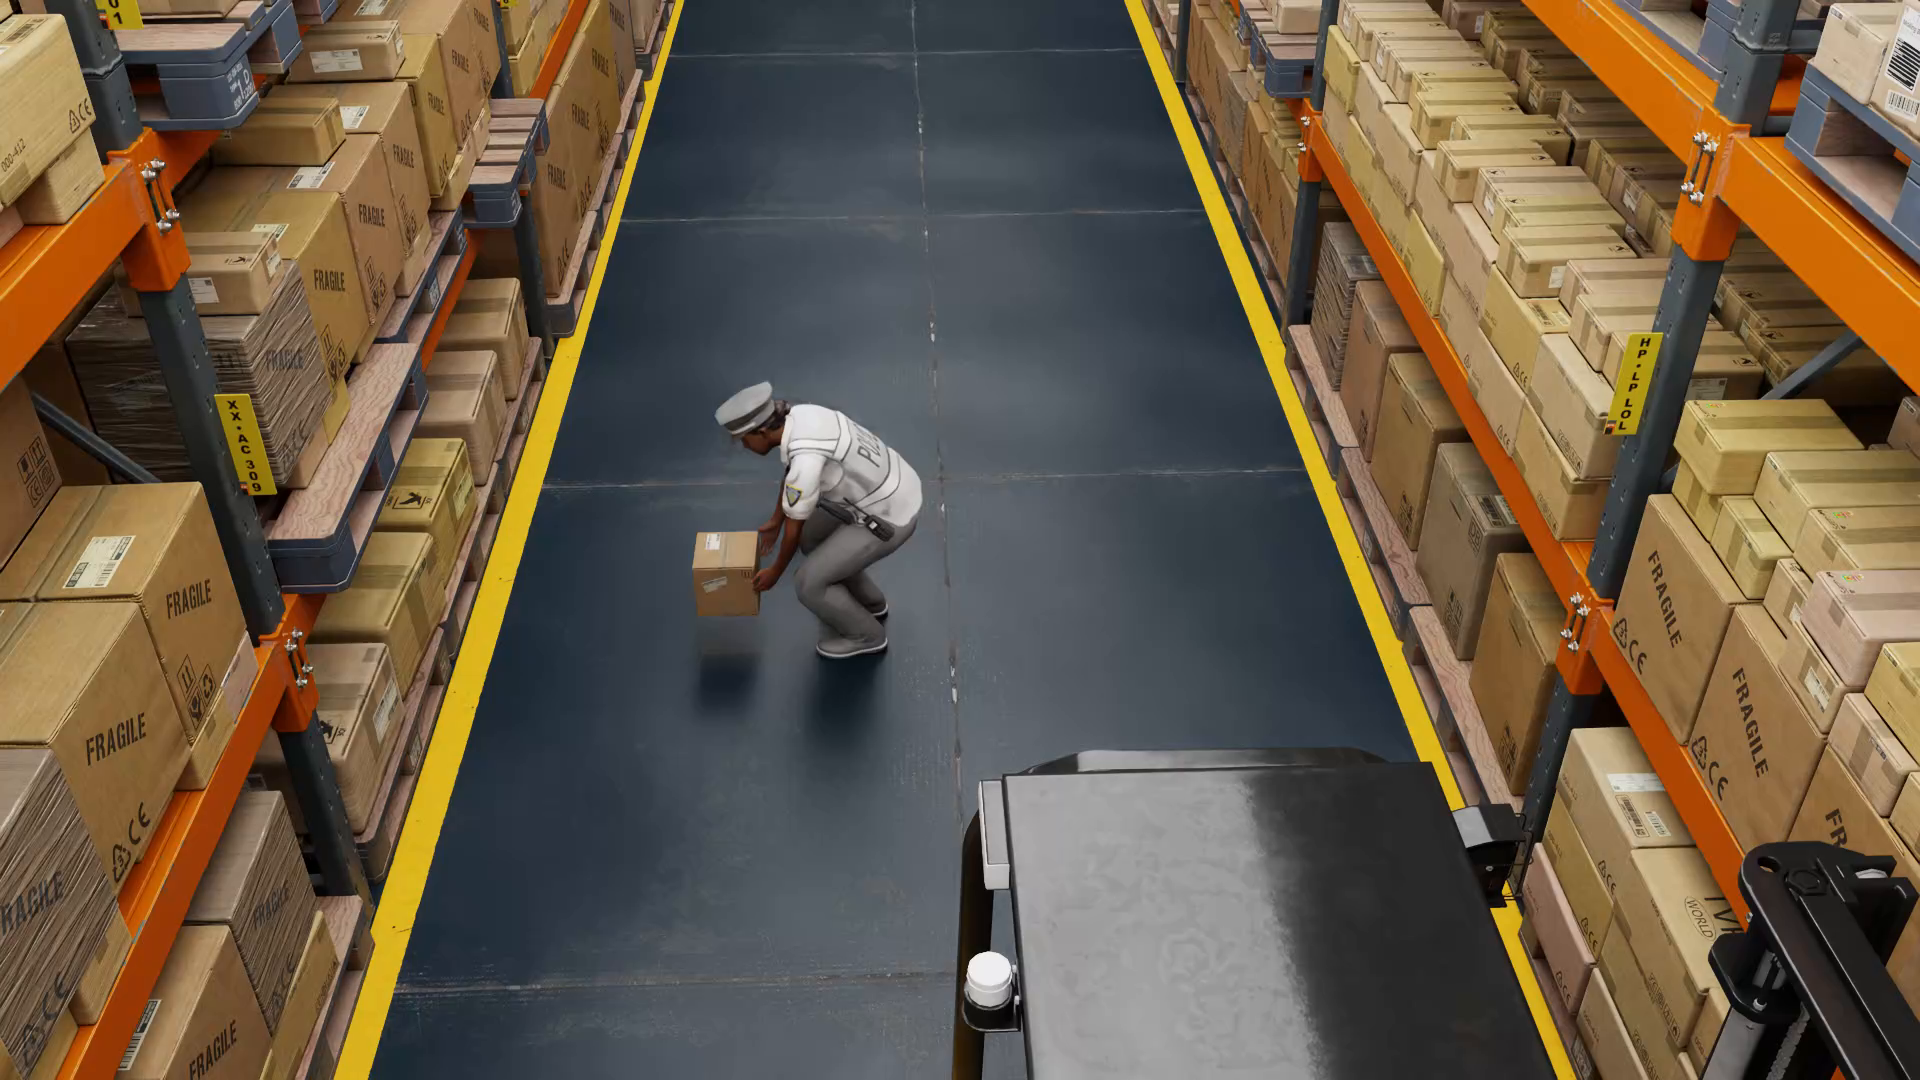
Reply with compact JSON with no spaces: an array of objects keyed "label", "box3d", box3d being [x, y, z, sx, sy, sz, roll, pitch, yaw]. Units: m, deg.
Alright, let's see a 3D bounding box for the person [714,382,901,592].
[{"label":"person","box3d":[-0.584,-0.219,6.544,0.703,0.879,0.493,-2,35,-2]}]
